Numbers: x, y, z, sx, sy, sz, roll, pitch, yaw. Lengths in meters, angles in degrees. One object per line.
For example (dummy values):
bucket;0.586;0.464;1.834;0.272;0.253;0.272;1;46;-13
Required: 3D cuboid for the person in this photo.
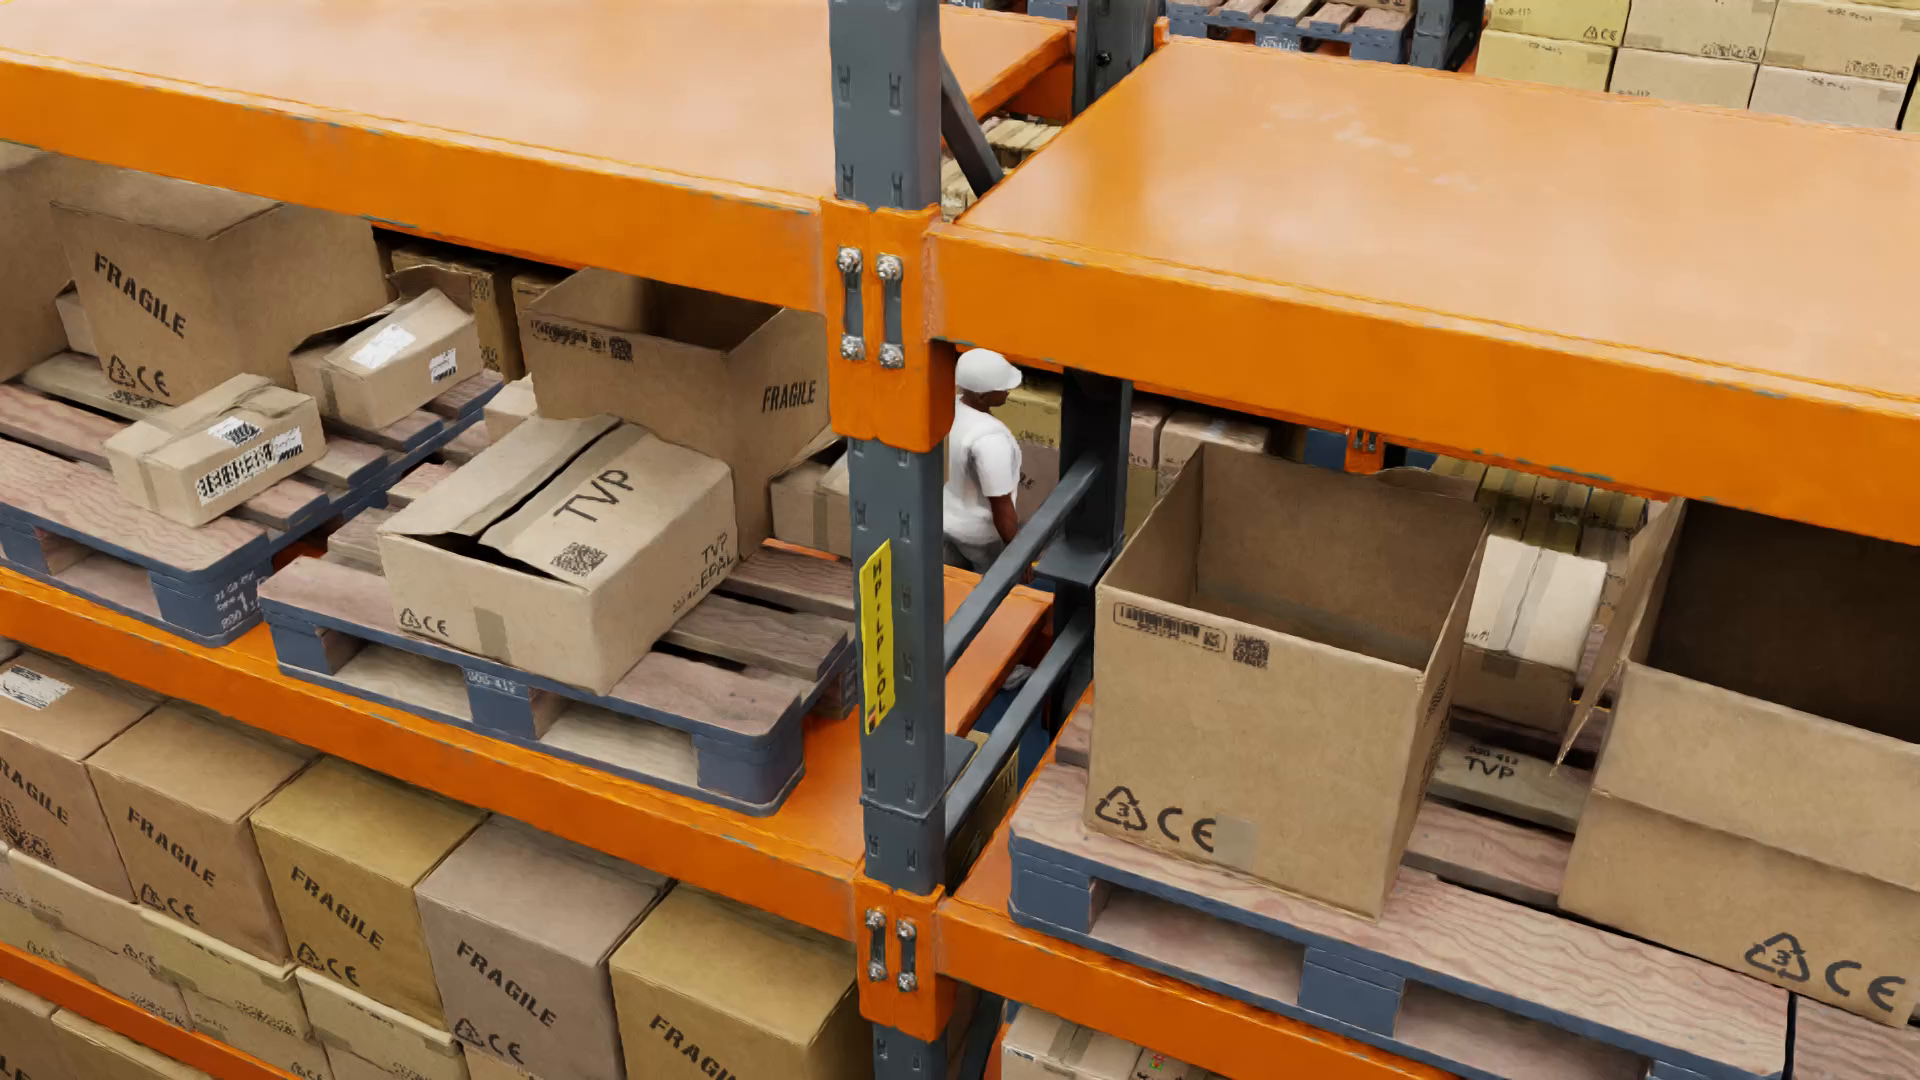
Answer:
person;0.136;-0.083;7.544;0.571;1.763;0.675;-22;39;-29
